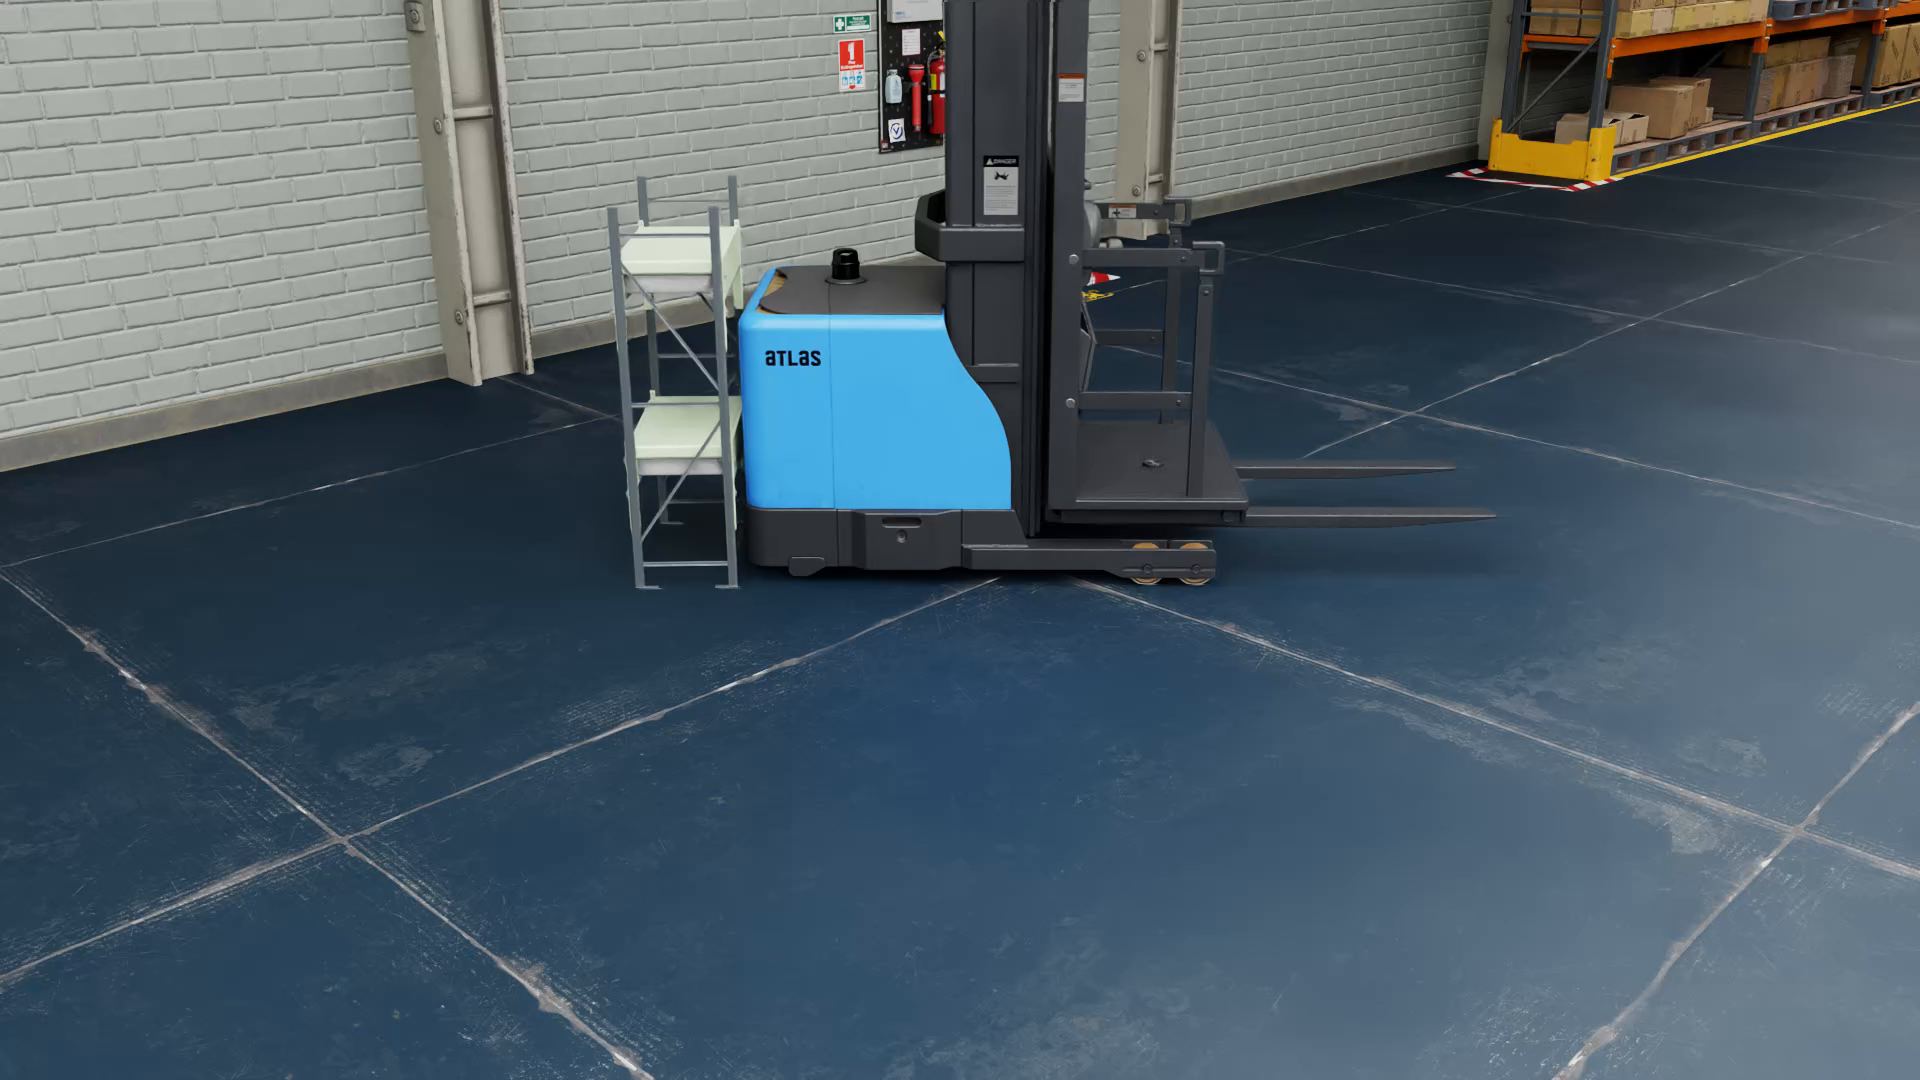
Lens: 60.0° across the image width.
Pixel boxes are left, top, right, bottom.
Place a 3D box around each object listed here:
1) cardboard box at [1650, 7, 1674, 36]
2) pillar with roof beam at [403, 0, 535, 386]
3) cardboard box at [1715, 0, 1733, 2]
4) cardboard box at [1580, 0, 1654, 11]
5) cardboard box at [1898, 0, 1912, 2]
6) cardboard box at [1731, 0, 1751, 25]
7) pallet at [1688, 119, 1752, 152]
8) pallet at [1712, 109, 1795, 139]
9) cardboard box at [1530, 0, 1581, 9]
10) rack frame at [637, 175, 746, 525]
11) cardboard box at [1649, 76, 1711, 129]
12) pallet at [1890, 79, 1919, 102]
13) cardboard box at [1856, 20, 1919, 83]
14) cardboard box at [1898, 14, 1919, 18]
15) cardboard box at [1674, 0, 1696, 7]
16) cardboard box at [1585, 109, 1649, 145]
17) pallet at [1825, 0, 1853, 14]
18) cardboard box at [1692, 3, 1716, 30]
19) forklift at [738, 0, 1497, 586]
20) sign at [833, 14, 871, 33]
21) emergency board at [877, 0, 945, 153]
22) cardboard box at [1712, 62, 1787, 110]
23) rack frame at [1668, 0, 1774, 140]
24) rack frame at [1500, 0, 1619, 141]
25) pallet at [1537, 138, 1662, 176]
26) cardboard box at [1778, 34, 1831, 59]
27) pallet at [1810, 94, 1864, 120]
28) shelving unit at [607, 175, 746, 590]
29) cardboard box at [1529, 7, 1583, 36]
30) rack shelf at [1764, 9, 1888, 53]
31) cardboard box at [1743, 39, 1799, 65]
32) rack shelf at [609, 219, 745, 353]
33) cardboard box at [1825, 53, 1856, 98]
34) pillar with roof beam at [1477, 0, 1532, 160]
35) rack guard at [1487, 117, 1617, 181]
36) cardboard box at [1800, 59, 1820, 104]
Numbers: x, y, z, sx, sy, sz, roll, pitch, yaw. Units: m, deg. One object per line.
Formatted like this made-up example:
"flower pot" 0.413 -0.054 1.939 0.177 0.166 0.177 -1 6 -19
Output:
"cardboard box" 6.727 -5.161 16.501 0.500 0.250 0.500 18 28 39
"pillar with roof beam" 0.389 -4.073 5.128 9.100 9.000 0.400 19 28 41
"cardboard box" 7.787 -5.900 17.381 0.500 0.500 0.500 18 28 39
"cardboard box" 6.356 -5.375 16.014 0.500 0.500 0.500 19 28 41
"cardboard box" 12.212 -7.123 21.748 0.250 0.149 0.380 -19 28 -40
"cardboard box" 8.131 -5.682 17.858 0.500 0.250 0.500 19 28 41
"pallet" 8.155 -4.583 18.705 1.003 0.211 1.213 19 28 41
"pallet" 9.140 -4.965 19.699 1.003 0.211 1.213 19 28 41
"cardboard box" 5.984 -5.502 16.344 0.500 0.500 0.500 19 28 40
"rack frame" -1.105 -0.772 6.993 0.400 1.500 0.023 -1 21 -2
"cardboard box" 7.903 -4.828 18.326 0.500 0.500 0.500 17 27 37
"pallet" 12.843 -6.289 23.142 1.003 0.211 1.213 19 28 41
"cardboard box" 12.611 -6.667 22.650 0.750 0.750 0.750 19 28 40
"cardboard box" 13.818 -7.116 23.818 0.750 0.750 0.750 20 28 41
"cardboard box" 7.073 -5.631 16.680 0.500 0.500 0.500 18 27 39
"cardboard box" 6.752 -4.290 17.191 0.500 0.311 0.500 -17 27 -38
"pallet" 10.037 -6.486 20.036 1.003 0.211 1.213 19 28 41
"cardboard box" 7.441 -5.419 17.175 0.500 0.250 0.500 20 28 41
"forklift" 0.656 -1.380 6.579 3.031 2.935 1.130 0 21 0
"sign" -0.711 -3.413 10.986 0.001 0.109 0.331 19 28 41
"emergency board" -0.261 -3.267 11.393 0.194 1.169 0.643 19 28 41
"cardboard box" 9.424 -5.444 19.928 0.700 0.500 0.500 19 28 40
"rack frame" 8.598 -6.066 18.677 1.000 3.000 0.127 19 28 41
"rack frame" 5.807 -5.038 16.002 1.000 3.000 0.127 19 28 41
"pallet" 6.453 -3.956 17.073 1.003 0.211 1.213 19 28 41
"cardboard box" 10.481 -6.154 20.731 0.500 0.250 0.500 -20 28 -41
"pallet" 10.842 -5.593 21.331 1.003 0.211 1.213 19 28 41
"shelving unit" -1.092 -0.641 6.651 0.431 1.500 0.755 -1 21 -2
"cardboard box" 5.995 -5.146 16.464 0.500 0.250 0.500 -20 28 -41
"rack shelf" 9.993 -6.245 20.143 1.077 0.370 4.000 19 28 41
"cardboard box" 9.765 -5.897 20.062 0.500 0.250 0.500 18 28 39
"rack shelf" -1.092 -1.005 6.511 0.431 0.370 0.720 -1 21 -2
"cardboard box" 10.923 -5.935 21.206 0.500 0.500 0.700 -20 29 -41
"pillar with roof beam" 8.761 -7.157 13.154 9.100 9.000 0.400 19 28 41
"rack guard" 5.861 -3.891 16.501 1.175 0.500 0.348 19 28 41
"cardboard box" 10.154 -5.697 20.587 0.700 0.500 0.500 19 28 40
